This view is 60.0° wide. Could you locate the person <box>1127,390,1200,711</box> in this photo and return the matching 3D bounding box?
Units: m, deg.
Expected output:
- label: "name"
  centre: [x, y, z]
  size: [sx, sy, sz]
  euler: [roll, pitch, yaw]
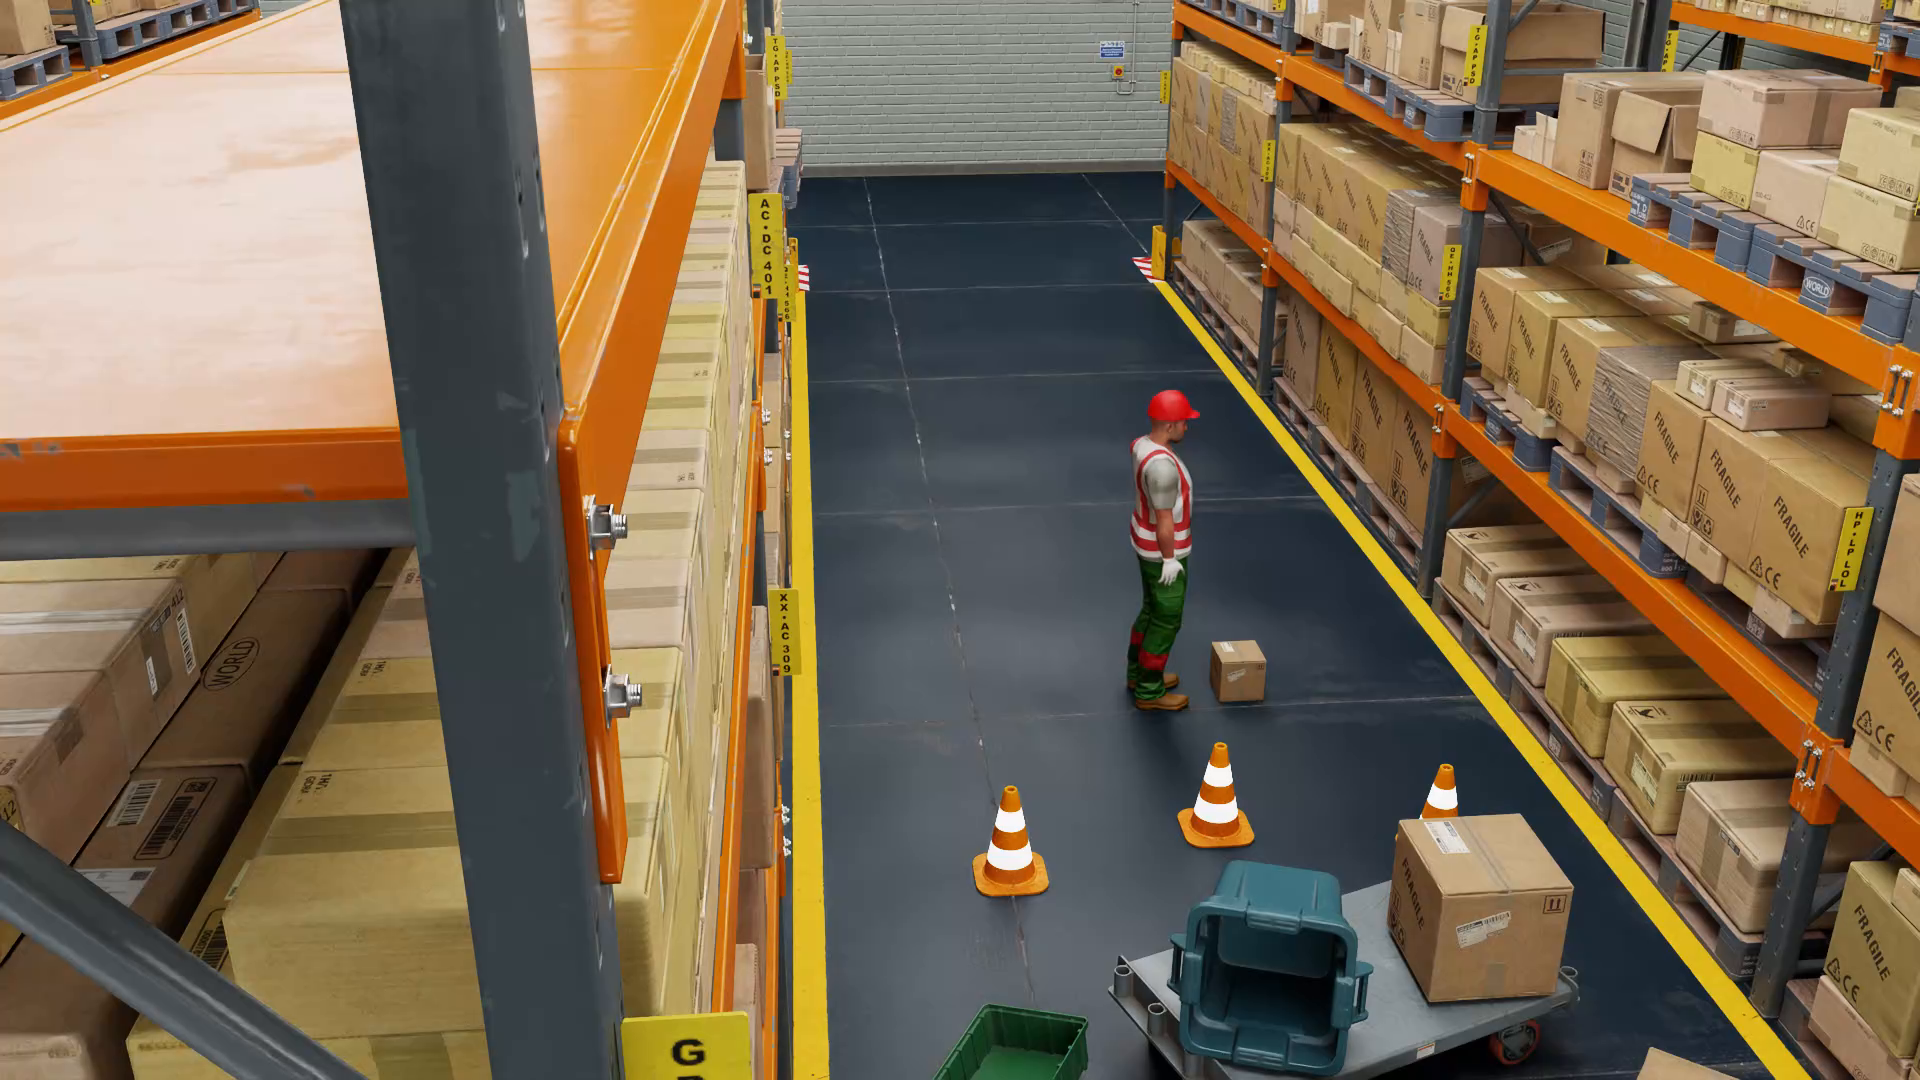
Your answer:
- label: "person"
  centre: [1.083, 0.047, 8.972]
  size: [0.348, 1.777, 0.527]
  euler: [-2, 24, -4]
